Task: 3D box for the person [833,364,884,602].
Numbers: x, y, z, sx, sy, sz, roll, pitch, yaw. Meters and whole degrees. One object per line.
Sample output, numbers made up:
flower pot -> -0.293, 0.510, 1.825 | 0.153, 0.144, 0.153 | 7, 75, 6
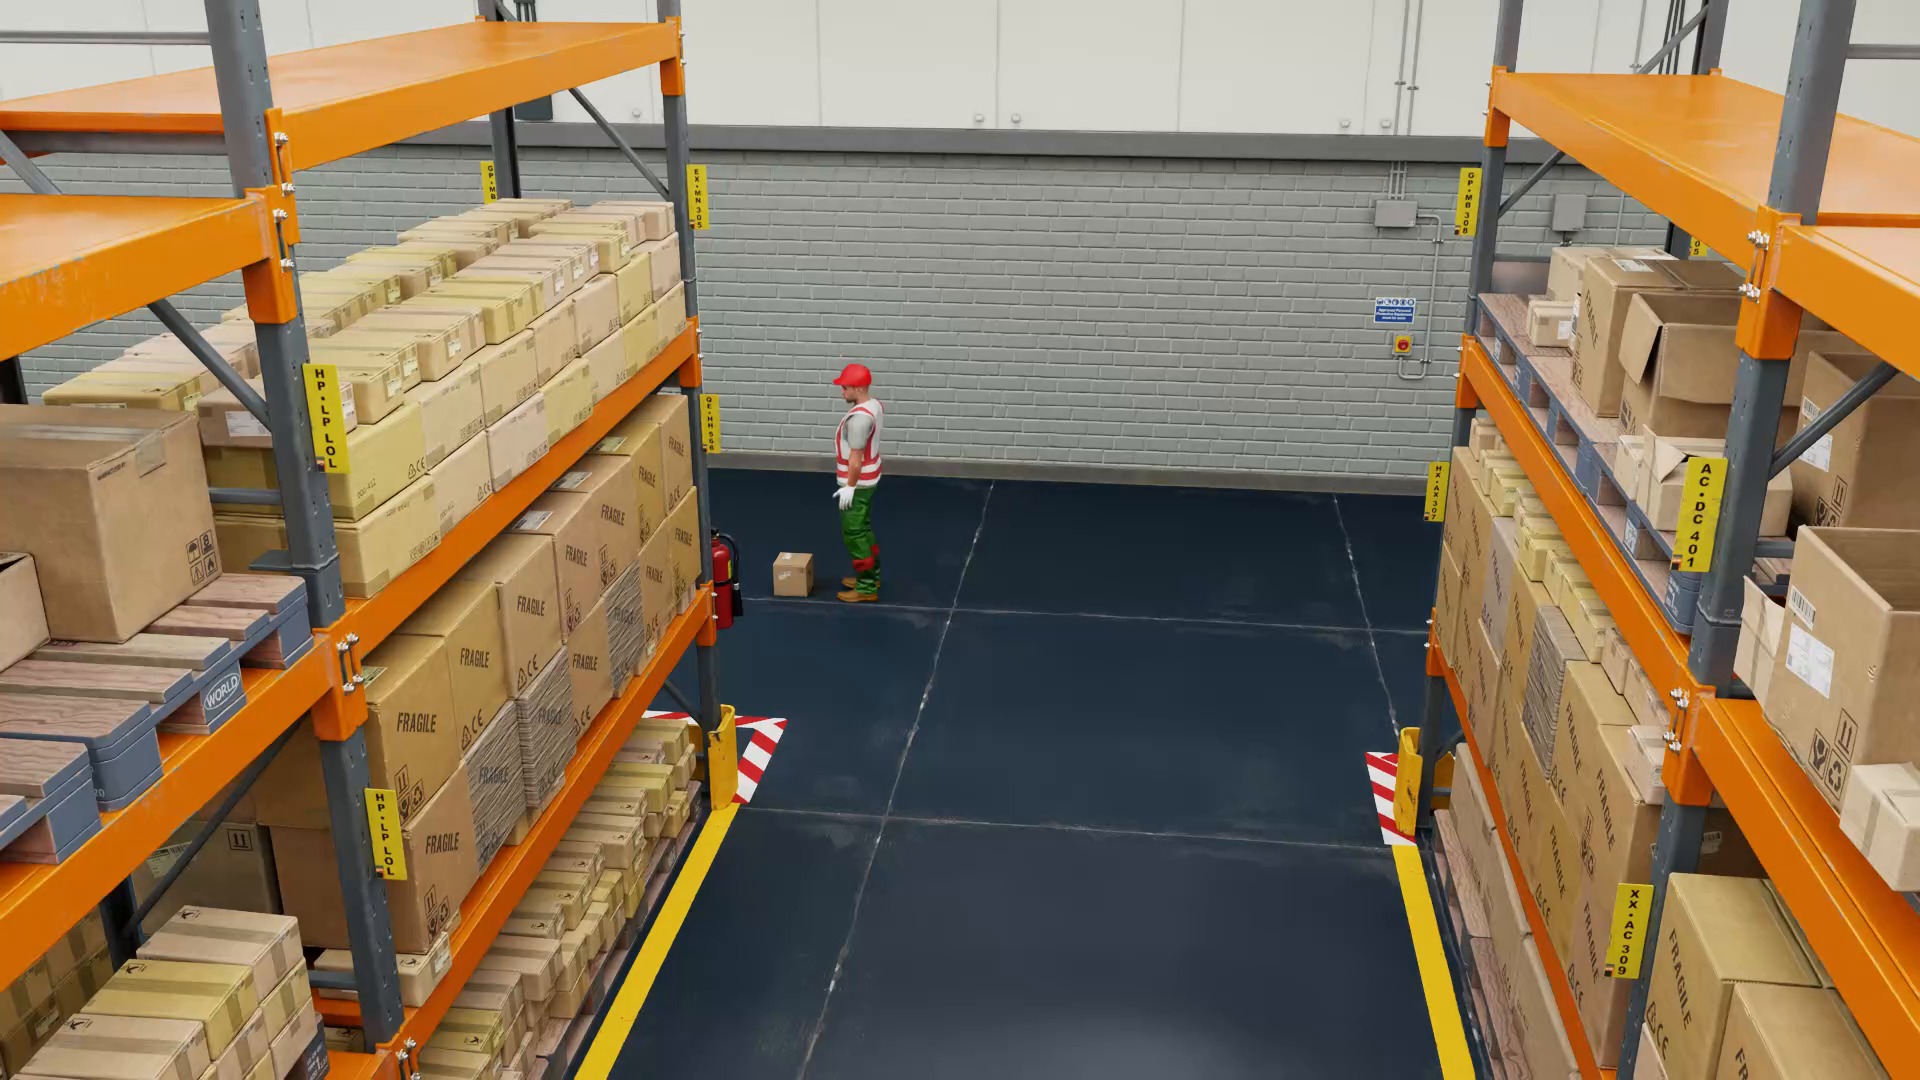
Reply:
person -> -0.744, -0.422, 12.162 | 0.352, 1.780, 0.527 | 3, 21, 7
